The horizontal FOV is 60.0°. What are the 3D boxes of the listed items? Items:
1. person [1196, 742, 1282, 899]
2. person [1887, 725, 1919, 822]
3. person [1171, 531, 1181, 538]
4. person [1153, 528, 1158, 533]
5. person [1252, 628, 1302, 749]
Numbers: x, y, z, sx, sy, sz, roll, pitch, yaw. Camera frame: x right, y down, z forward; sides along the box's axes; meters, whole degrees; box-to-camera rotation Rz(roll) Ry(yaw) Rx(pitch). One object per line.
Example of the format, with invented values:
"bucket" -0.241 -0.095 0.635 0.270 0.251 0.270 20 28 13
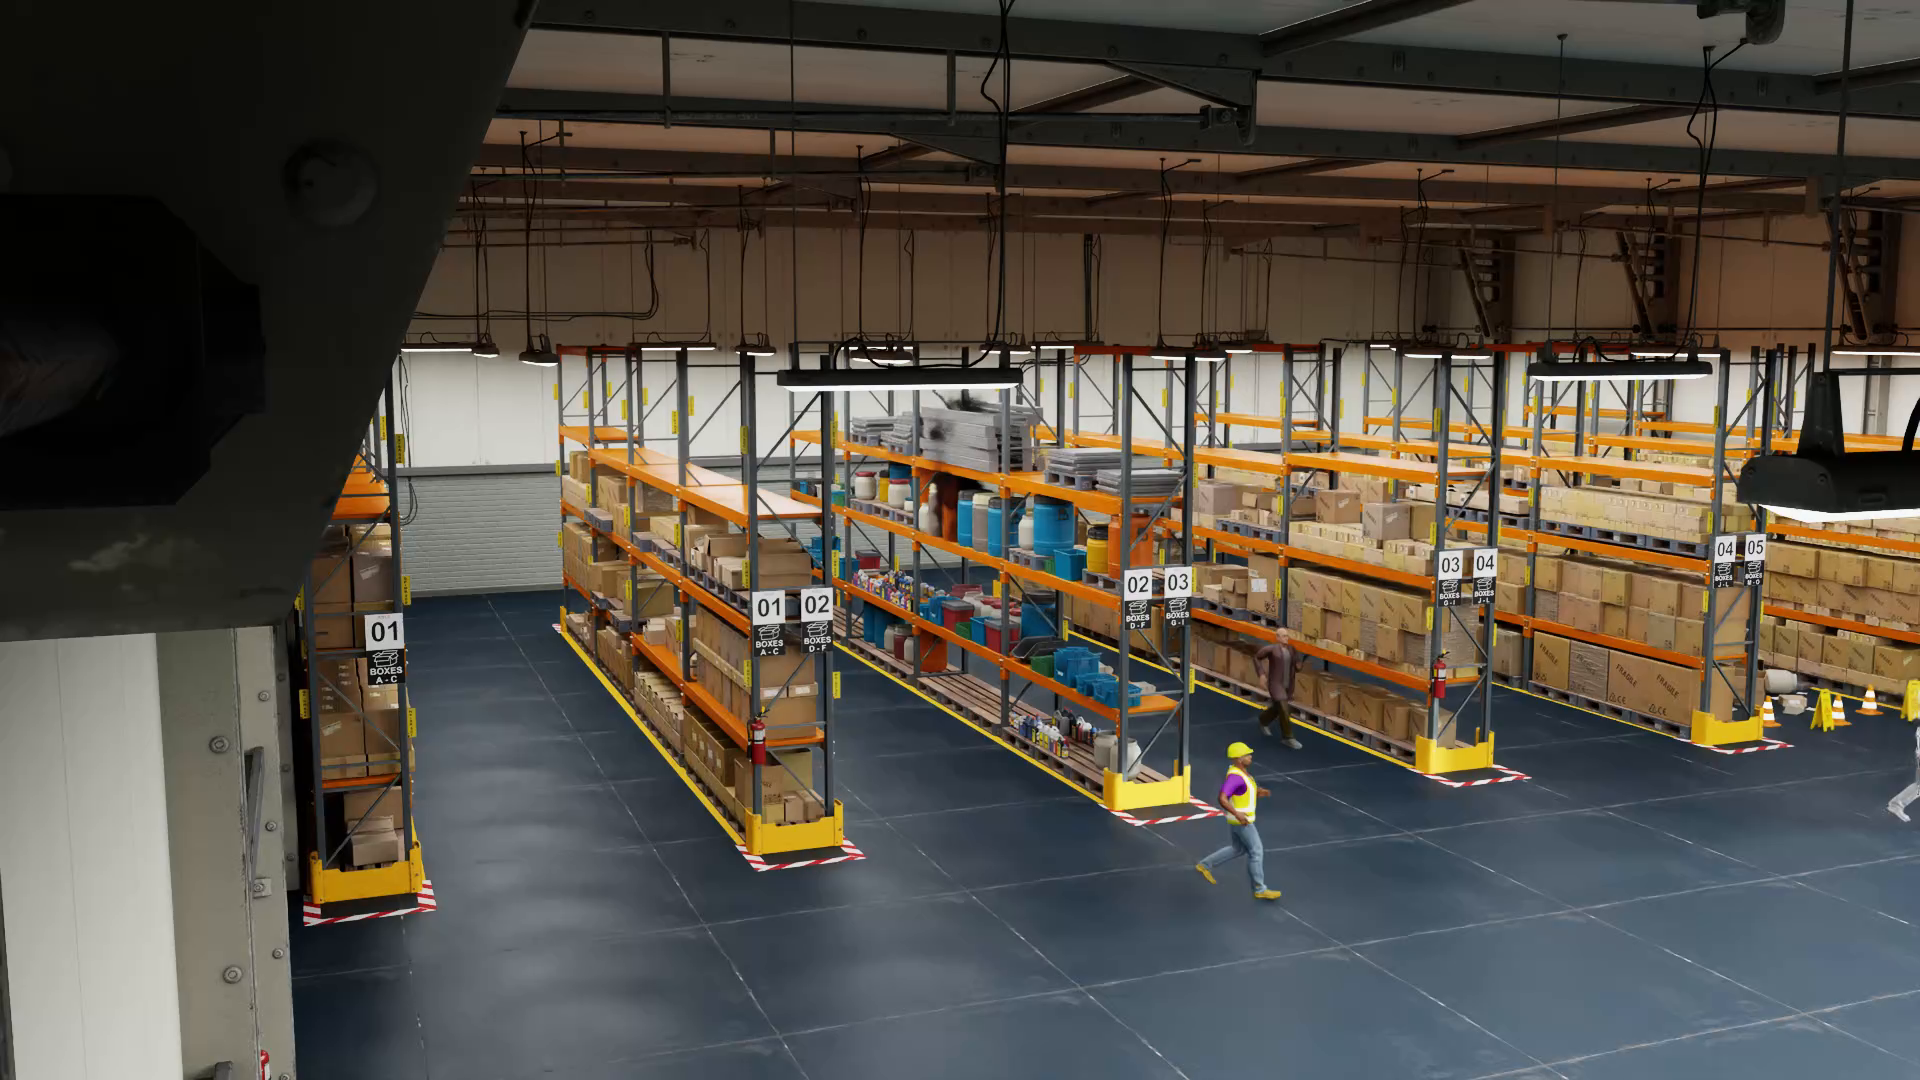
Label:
"person" 3.124 3.110 18.503 0.929 1.748 0.711 1 7 8
"person" 12.307 2.775 21.092 0.879 1.791 0.653 2 8 18
"person" 4.945 0.618 38.156 0.620 1.690 0.961 -2 8 -17
"person" 4.535 0.526 39.232 0.588 1.626 0.626 -2 8 -18
"person" 4.855 2.207 25.299 0.698 1.770 1.065 -5 9 -32
